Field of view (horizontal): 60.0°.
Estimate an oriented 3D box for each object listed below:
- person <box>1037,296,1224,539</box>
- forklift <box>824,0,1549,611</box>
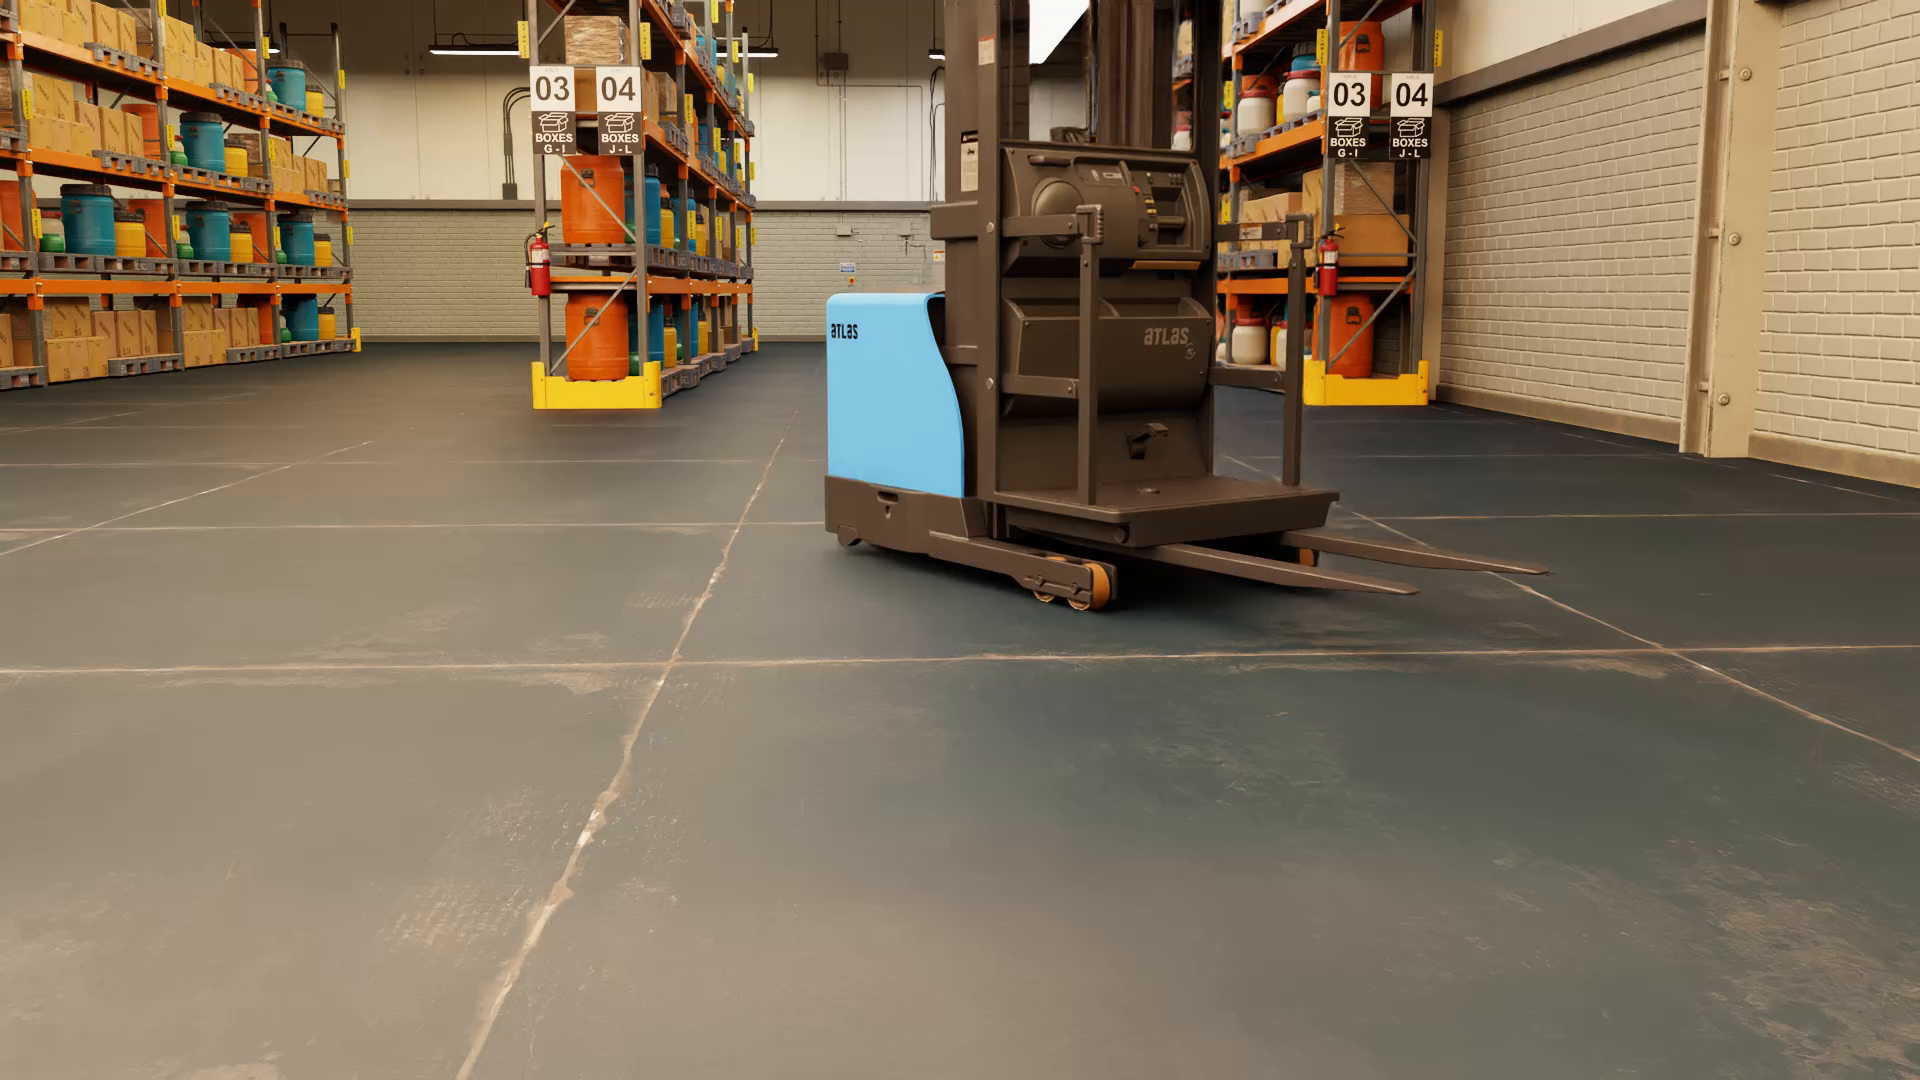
[{"bbox_3d":[0.732,-0.728,7.269,0.787,1.553,0.897,2,9,13],"label":"person"},{"bbox_3d":[0.683,-1.287,5.999,1.130,2.935,3.031,-6,10,-35],"label":"forklift"}]
